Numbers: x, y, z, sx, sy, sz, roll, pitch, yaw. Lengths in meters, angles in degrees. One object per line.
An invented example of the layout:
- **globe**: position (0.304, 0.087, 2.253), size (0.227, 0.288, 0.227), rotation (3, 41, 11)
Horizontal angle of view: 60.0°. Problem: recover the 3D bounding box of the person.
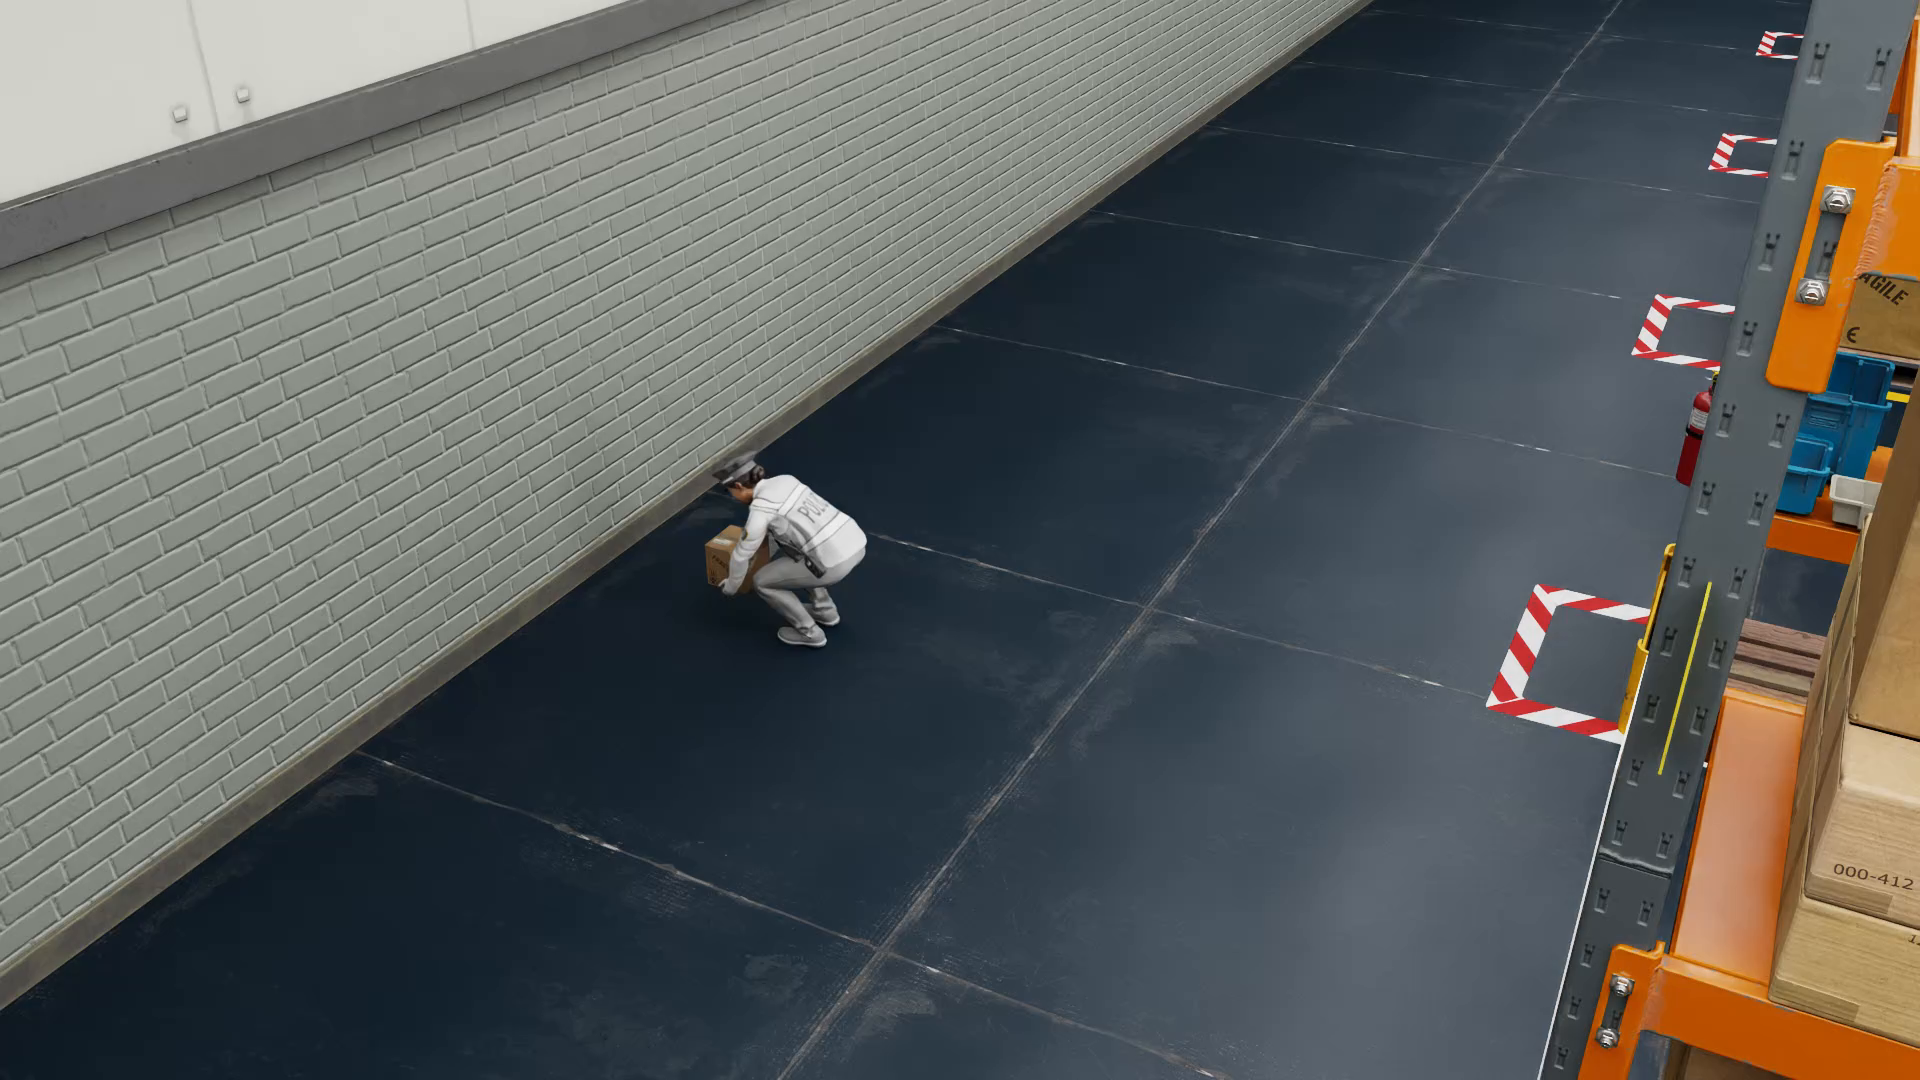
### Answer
- **person**: position (-0.913, 0.042, 8.842), size (0.819, 1.036, 0.497), rotation (14, 33, 23)
